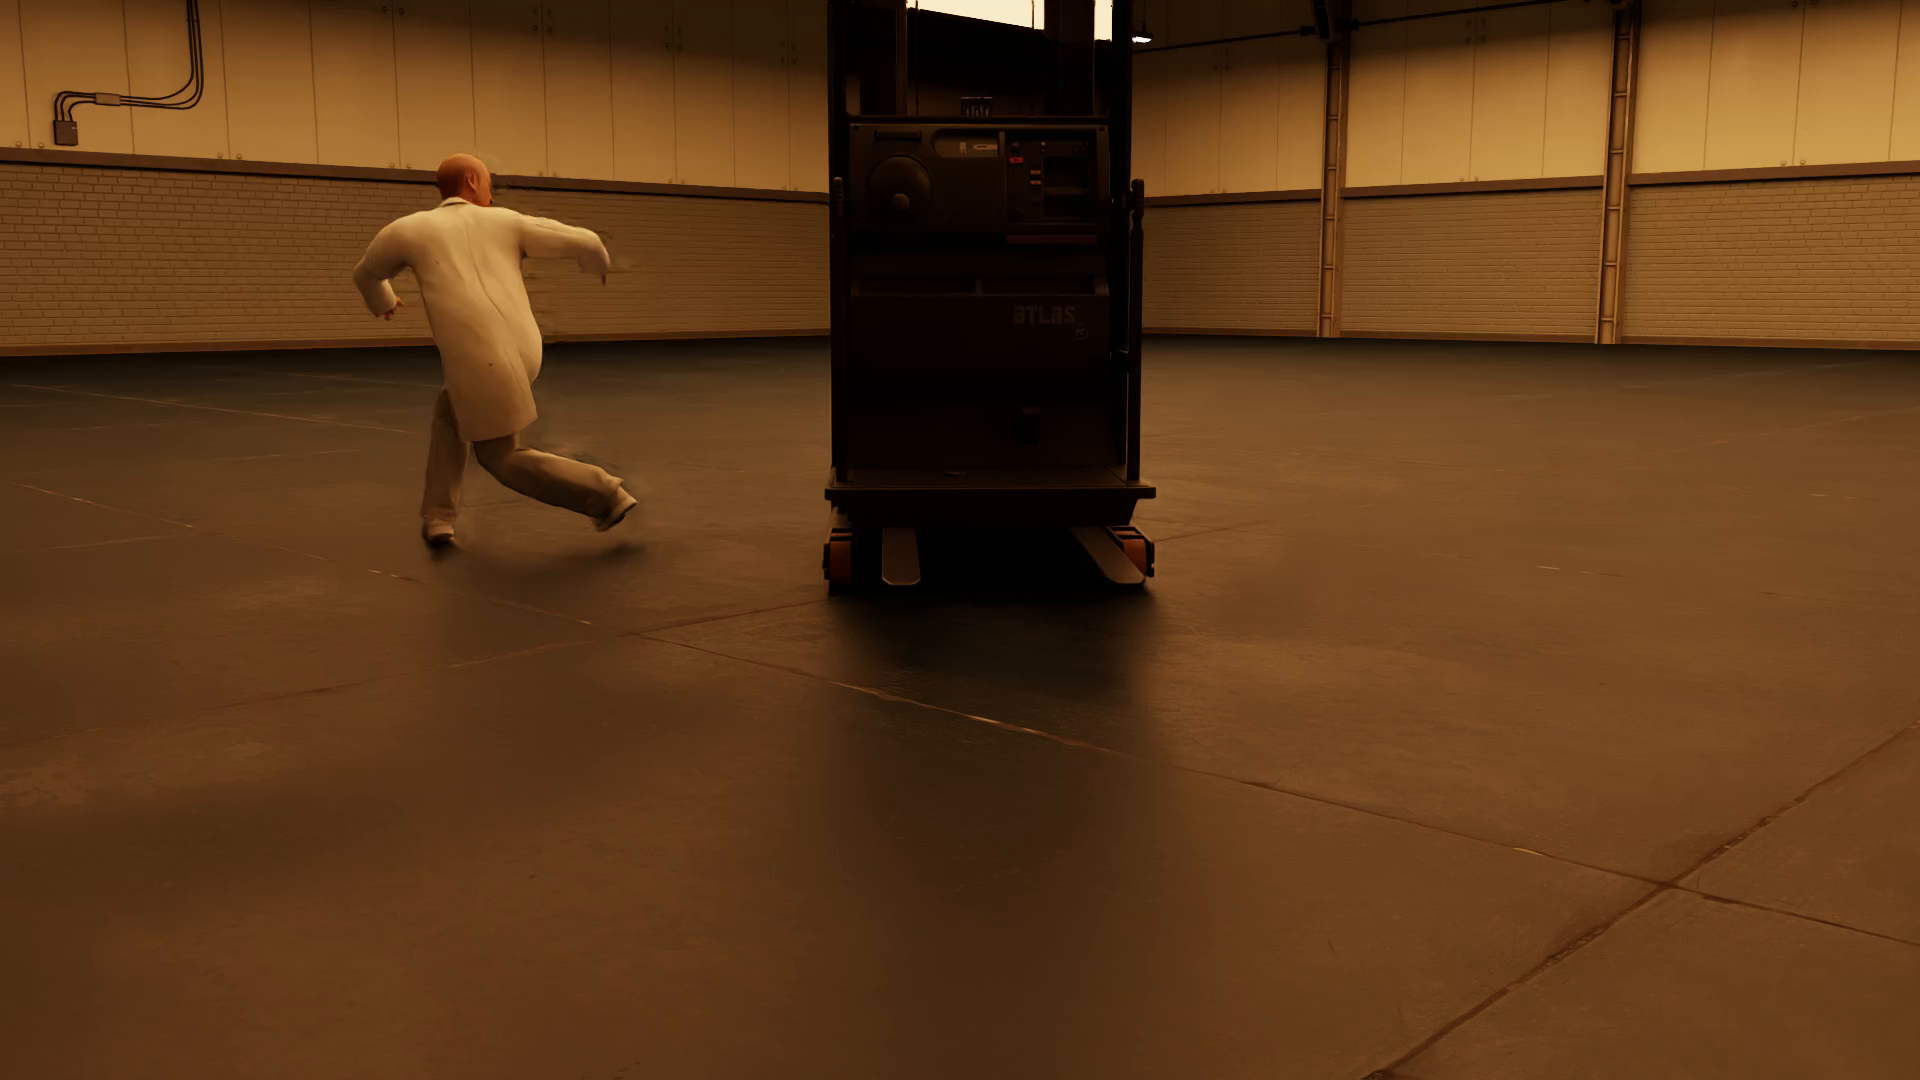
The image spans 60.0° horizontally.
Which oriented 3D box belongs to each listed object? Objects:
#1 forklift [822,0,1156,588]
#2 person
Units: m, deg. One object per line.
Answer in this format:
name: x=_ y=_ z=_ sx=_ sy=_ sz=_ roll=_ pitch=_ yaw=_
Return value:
forklift: x=0.082 y=-1.335 z=5.738 sx=1.130 sy=2.935 sz=3.031 roll=0 pitch=9 yaw=-3
person: x=-1.848 y=-0.744 z=6.676 sx=1.203 sy=1.568 sz=0.952 roll=8 pitch=12 yaw=42
